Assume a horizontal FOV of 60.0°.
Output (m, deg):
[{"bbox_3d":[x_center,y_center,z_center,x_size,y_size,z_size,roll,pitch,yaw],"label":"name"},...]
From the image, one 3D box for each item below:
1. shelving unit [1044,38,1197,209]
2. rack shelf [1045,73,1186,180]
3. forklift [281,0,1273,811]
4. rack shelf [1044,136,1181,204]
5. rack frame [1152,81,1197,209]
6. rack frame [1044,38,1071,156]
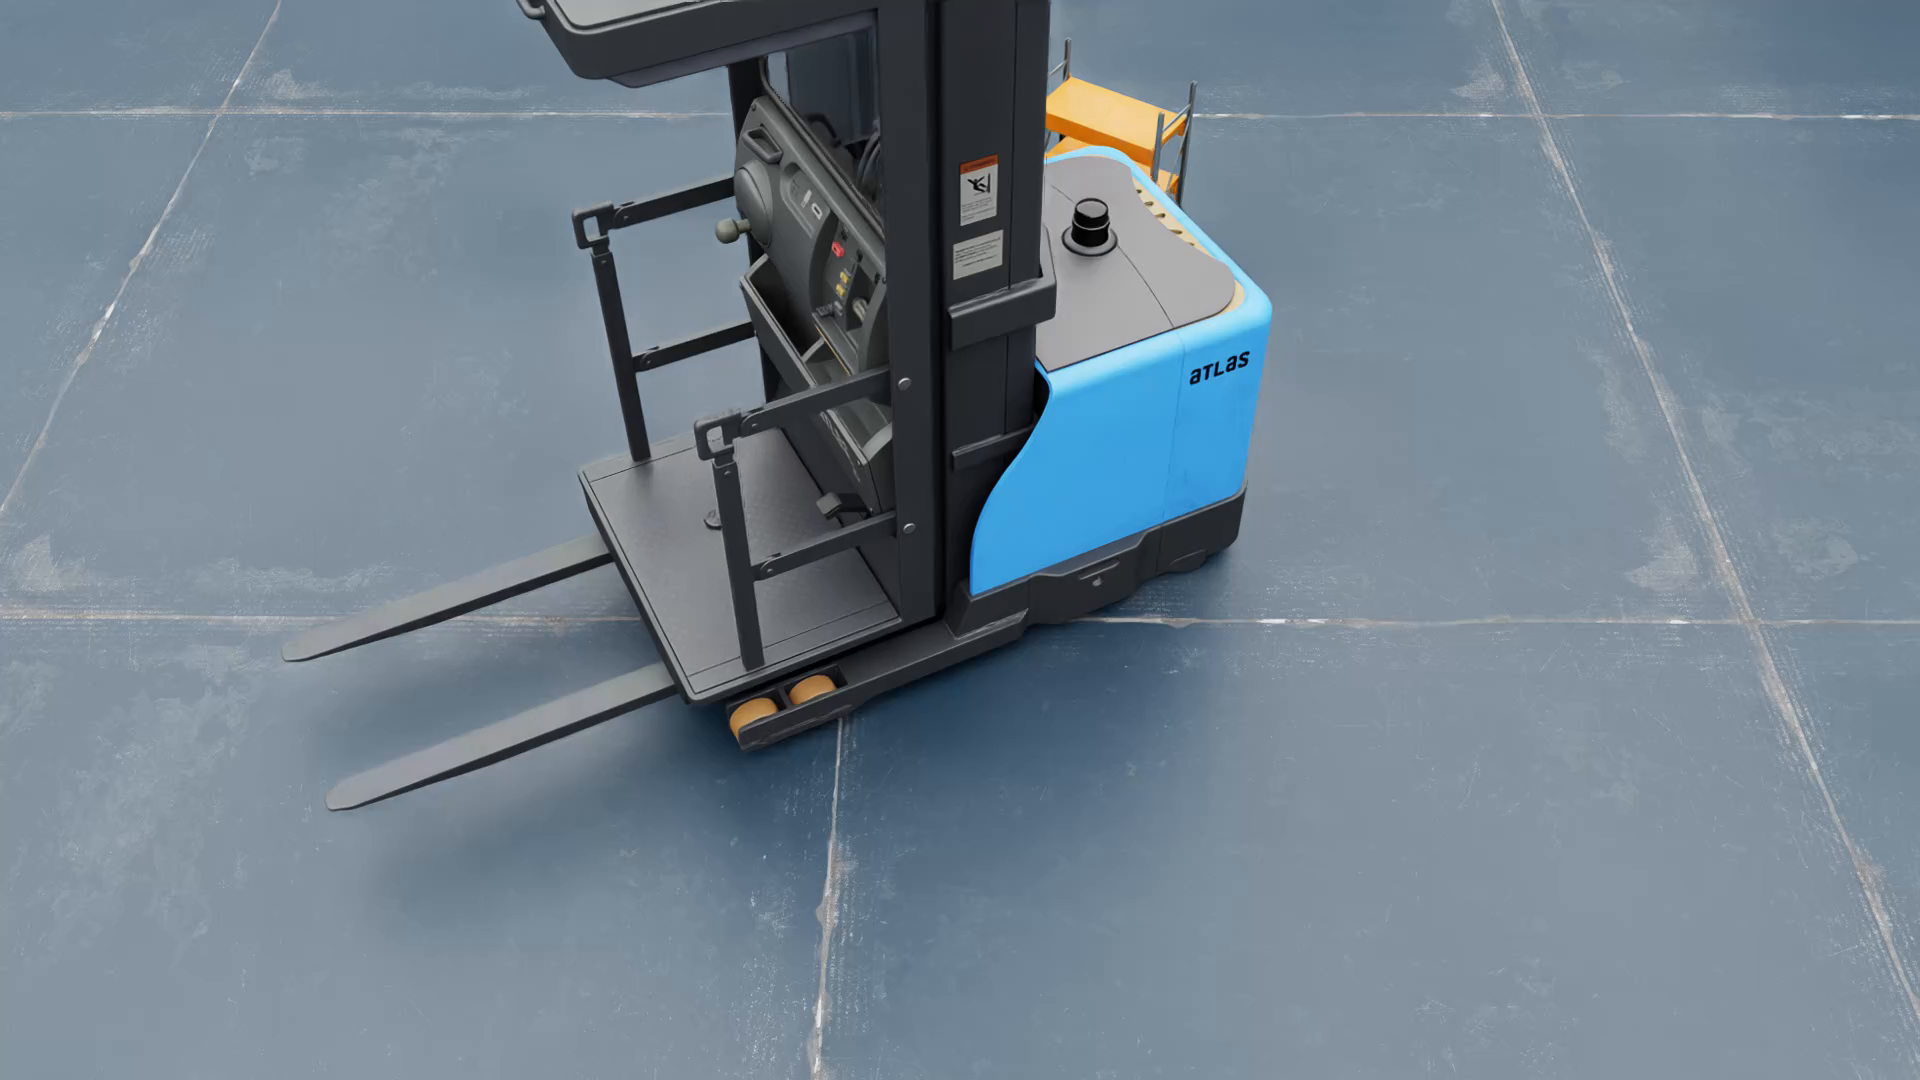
[{"bbox_3d":[0.509,-1.140,5.990,0.503,1.200,0.258,26,52,22],"label":"shelving unit"},{"bbox_3d":[0.512,-1.411,5.705,0.480,0.148,0.258,26,52,22],"label":"rack shelf"},{"bbox_3d":[-0.598,-0.796,4.489,3.031,2.935,1.130,-20,50,-18],"label":"forklift"},{"bbox_3d":[0.510,-1.248,5.876,0.480,0.148,0.258,26,52,22],"label":"rack shelf"},{"bbox_3d":[0.712,-1.041,5.897,0.015,1.200,0.240,26,52,22],"label":"rack frame"},{"bbox_3d":[0.307,-1.240,6.082,0.015,1.200,0.240,26,52,22],"label":"rack frame"}]
